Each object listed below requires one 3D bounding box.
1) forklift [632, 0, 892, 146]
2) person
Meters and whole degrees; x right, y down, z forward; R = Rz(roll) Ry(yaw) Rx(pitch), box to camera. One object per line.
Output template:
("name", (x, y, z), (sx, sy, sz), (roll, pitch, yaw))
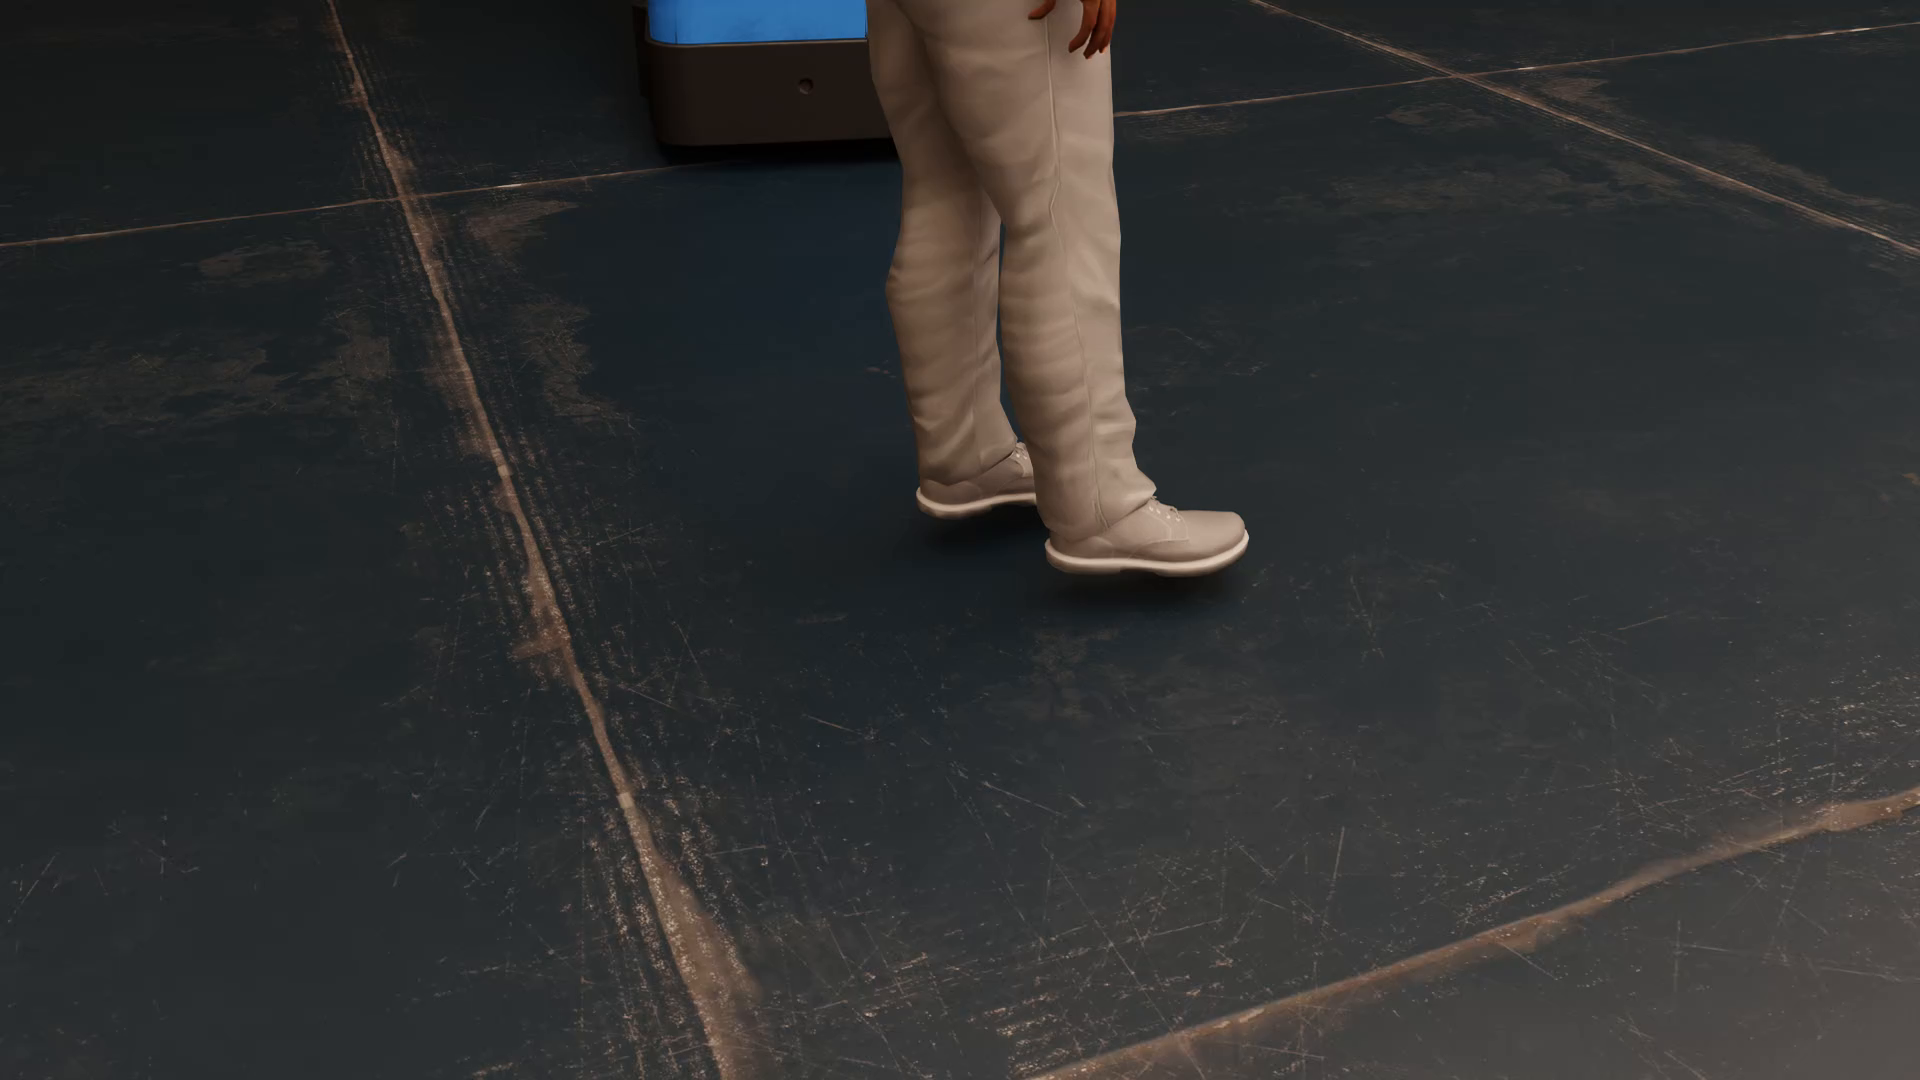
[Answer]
("forklift", (-0.443, -2.935, 4.692), (1.130, 2.935, 3.031), (-4, 30, -7))
("person", (0.076, -0.782, 2.066), (0.529, 1.695, 0.570), (-11, 32, -19))
